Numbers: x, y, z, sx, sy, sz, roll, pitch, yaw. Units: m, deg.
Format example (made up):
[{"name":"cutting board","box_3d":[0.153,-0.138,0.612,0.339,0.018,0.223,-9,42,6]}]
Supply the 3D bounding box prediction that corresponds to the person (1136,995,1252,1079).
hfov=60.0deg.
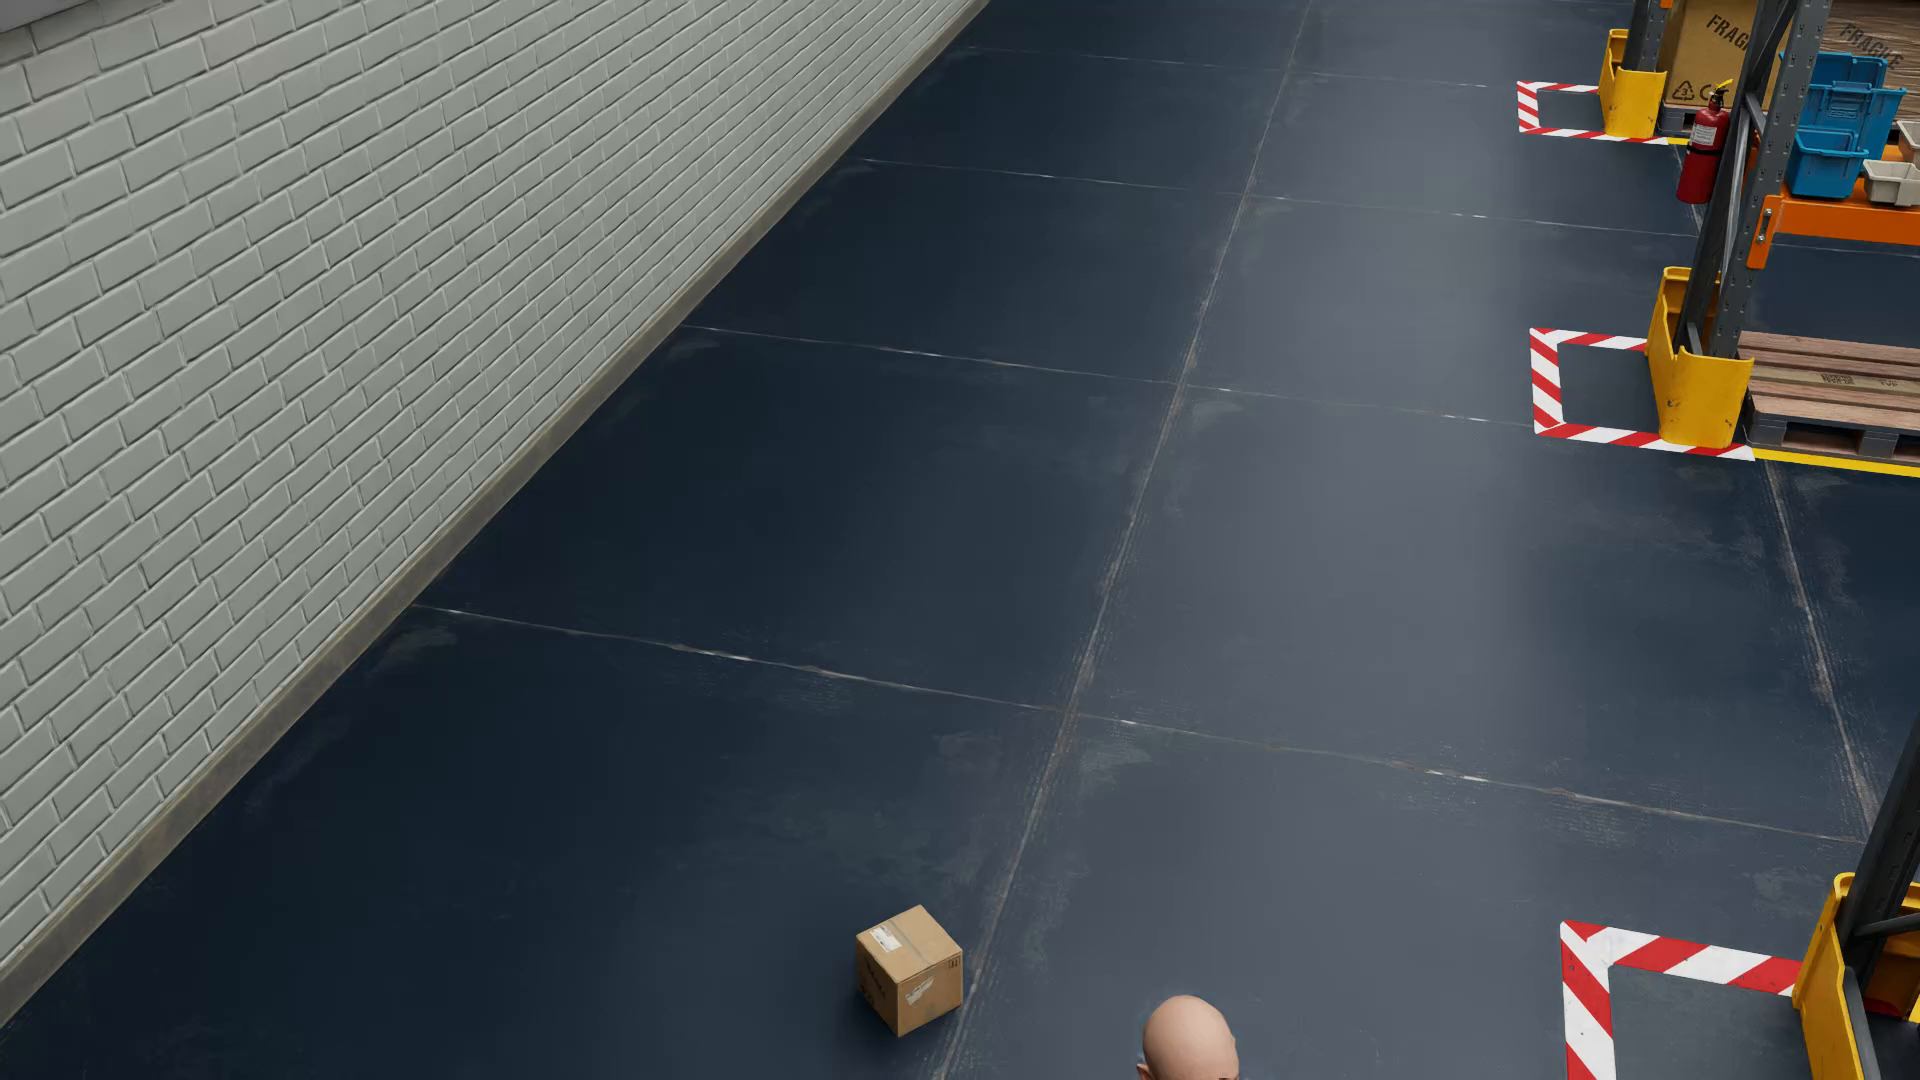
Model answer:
[{"name":"person","box_3d":[0.452,1.686,3.460,0.608,1.786,0.497,-5,33,-7]}]
